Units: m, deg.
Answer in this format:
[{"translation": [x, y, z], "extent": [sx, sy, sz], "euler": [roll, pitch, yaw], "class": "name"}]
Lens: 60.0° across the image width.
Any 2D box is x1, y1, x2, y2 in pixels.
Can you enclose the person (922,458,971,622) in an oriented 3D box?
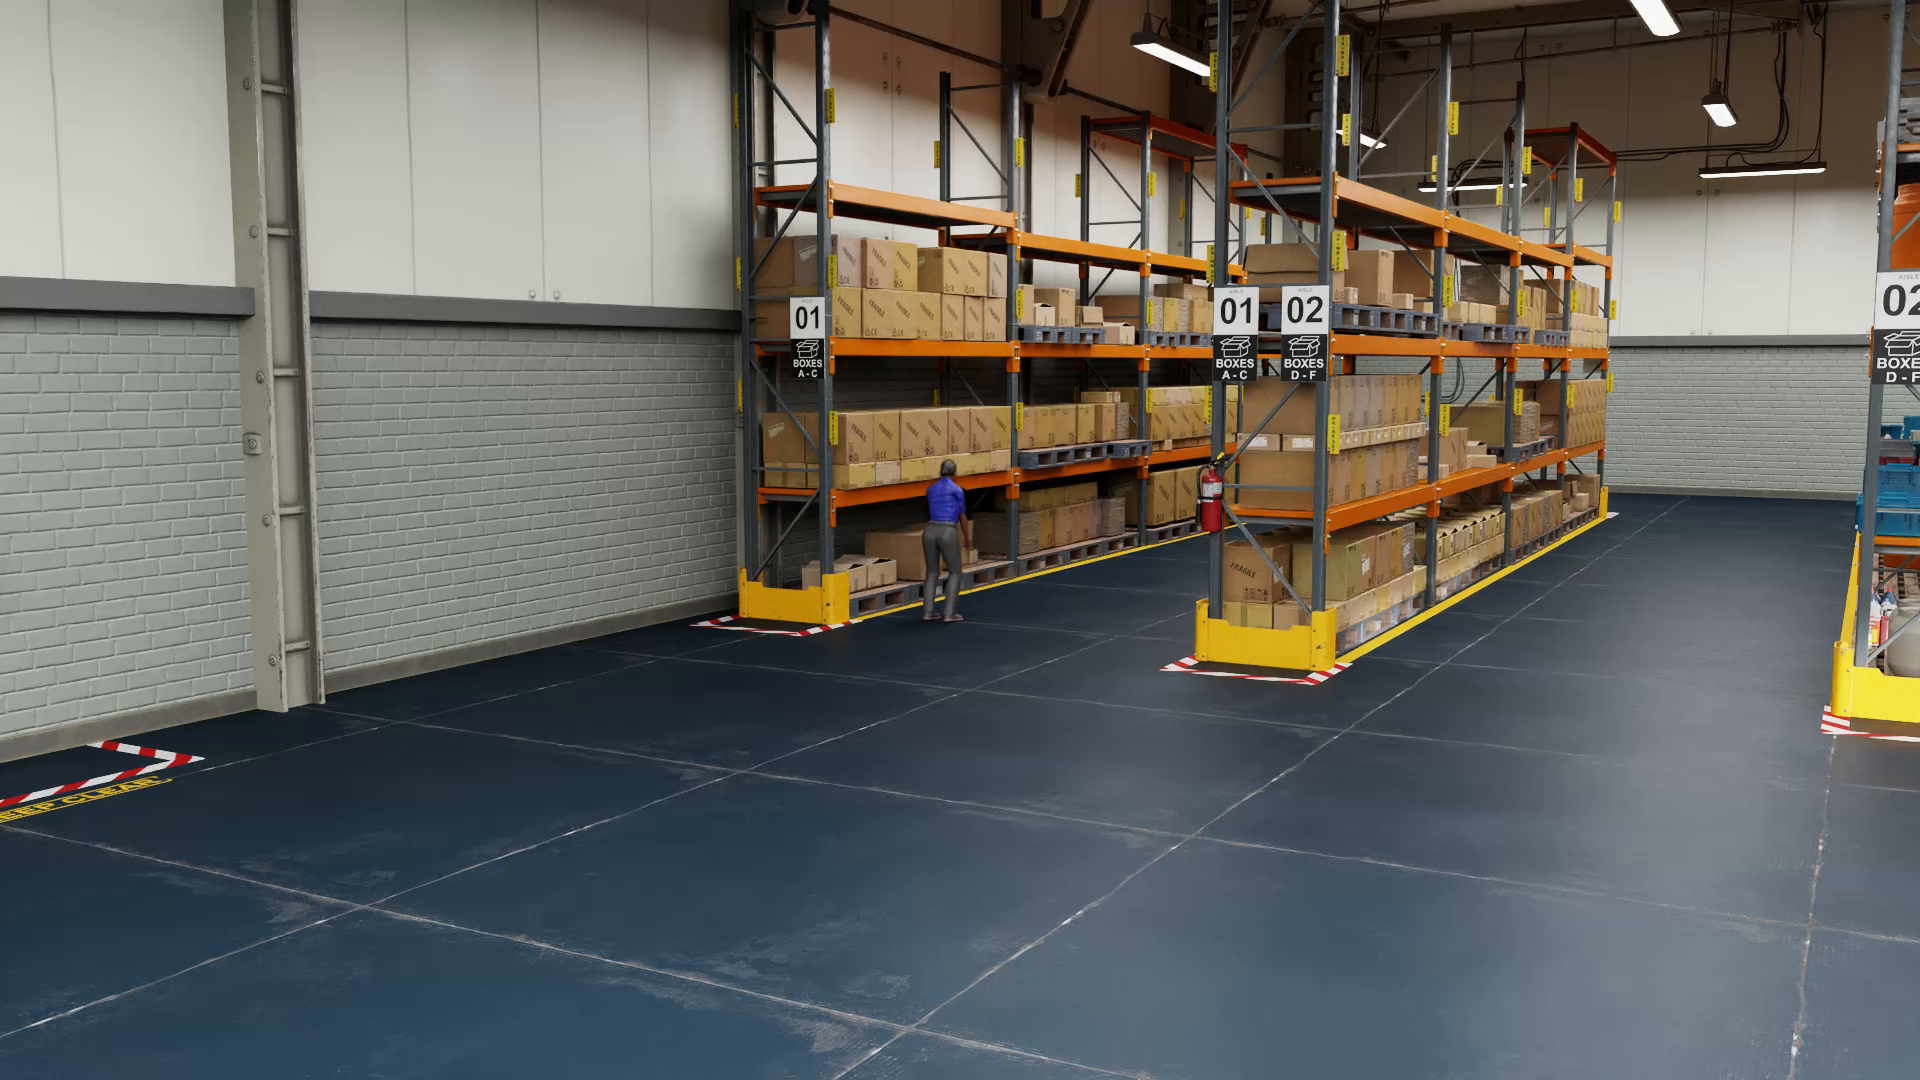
[{"translation": [-0.145, 0.043, 16.650], "extent": [0.412, 1.529, 0.552], "euler": [3, 7, 28], "class": "person"}]
